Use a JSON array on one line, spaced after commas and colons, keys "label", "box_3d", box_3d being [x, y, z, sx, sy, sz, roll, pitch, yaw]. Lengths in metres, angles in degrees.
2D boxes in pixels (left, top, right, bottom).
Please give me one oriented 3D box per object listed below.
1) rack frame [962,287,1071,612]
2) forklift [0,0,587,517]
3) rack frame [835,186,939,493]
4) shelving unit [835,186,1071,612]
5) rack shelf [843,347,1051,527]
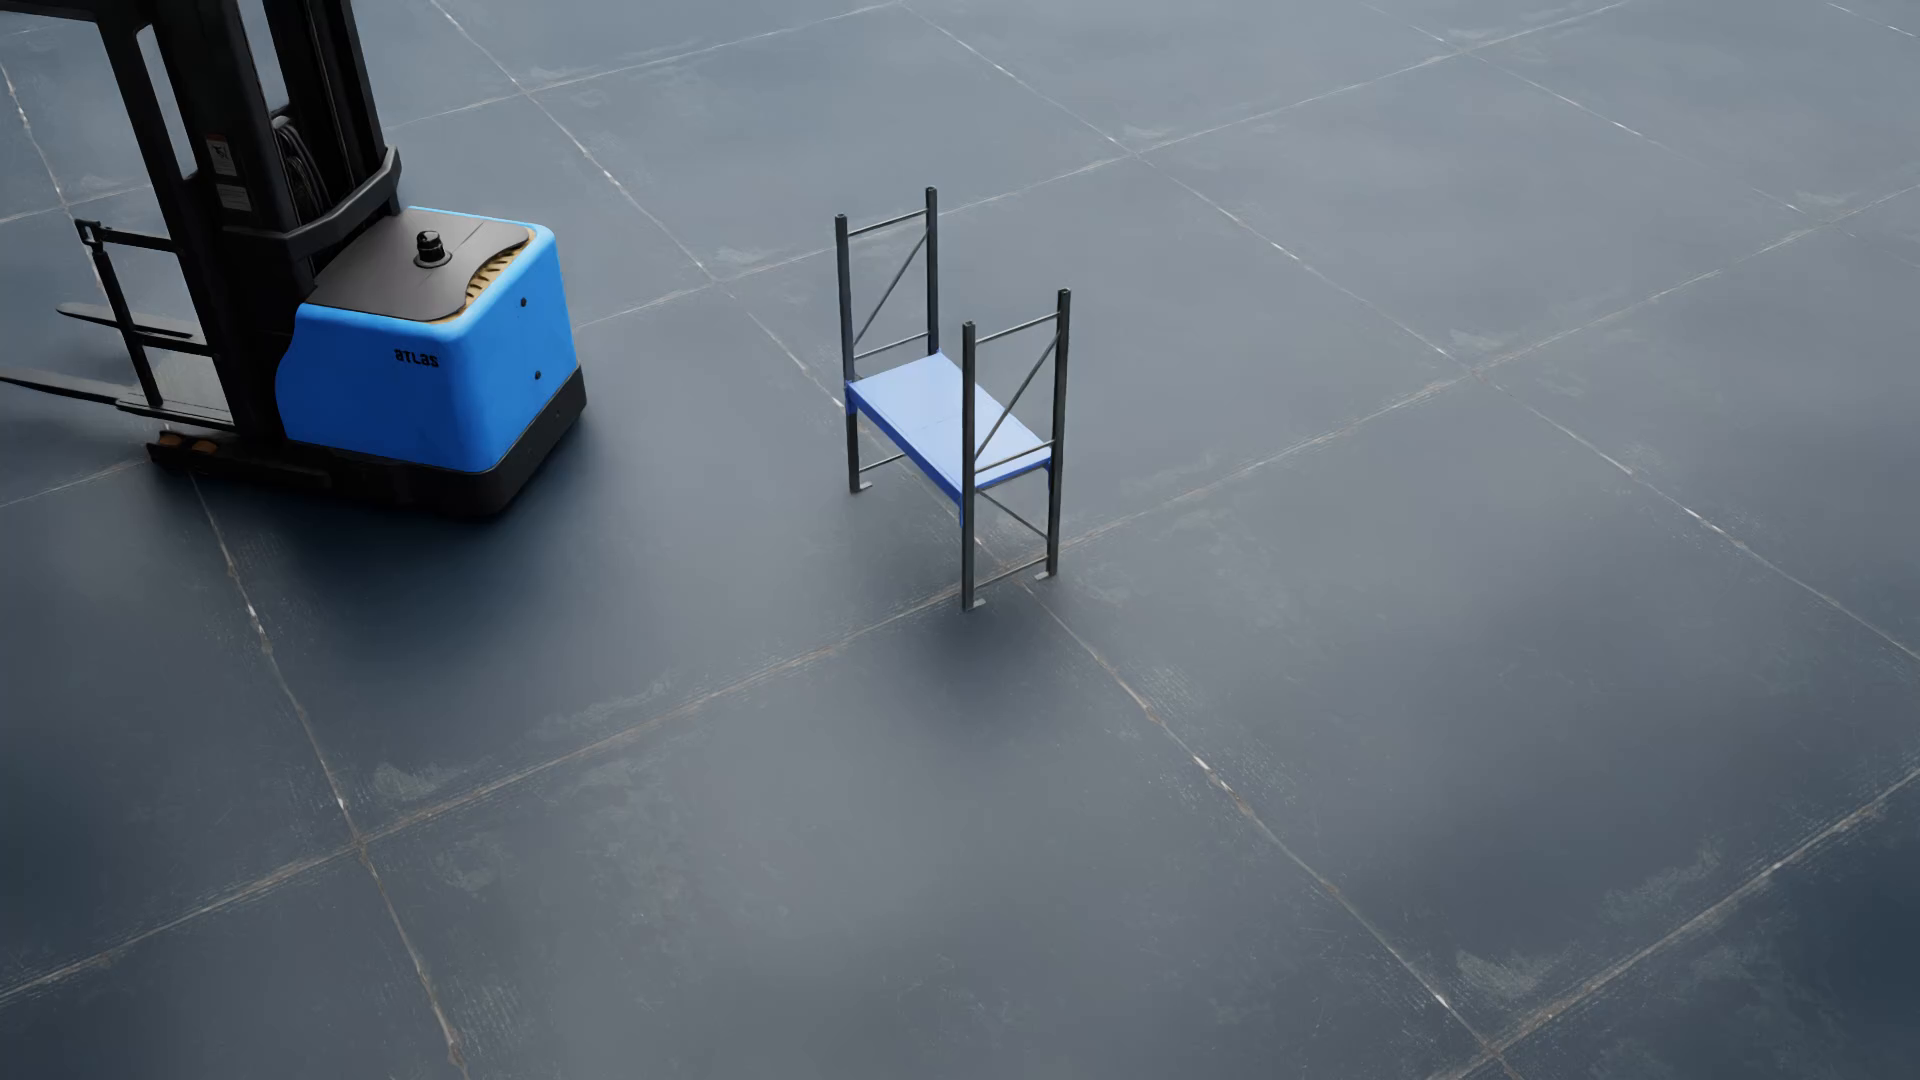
[{"label": "rack frame", "box_3d": [0.227, -0.348, 7.056, 0.500, 1.500, 0.032, -22, 45, -24]}, {"label": "forklift", "box_3d": [-3.492, -1.762, 7.635, 3.031, 2.935, 1.130, 10, 41, 12]}, {"label": "rack frame", "box_3d": [-0.319, -0.897, 7.715, 0.500, 1.500, 0.032, -22, 45, -24]}, {"label": "shelving unit", "box_3d": [-0.046, -0.622, 7.386, 0.538, 1.500, 1.048, -22, 45, -24]}, {"label": "rack shelf", "box_3d": [-0.046, -0.484, 7.501, 0.538, 0.185, 1.000, -22, 45, -24]}]
